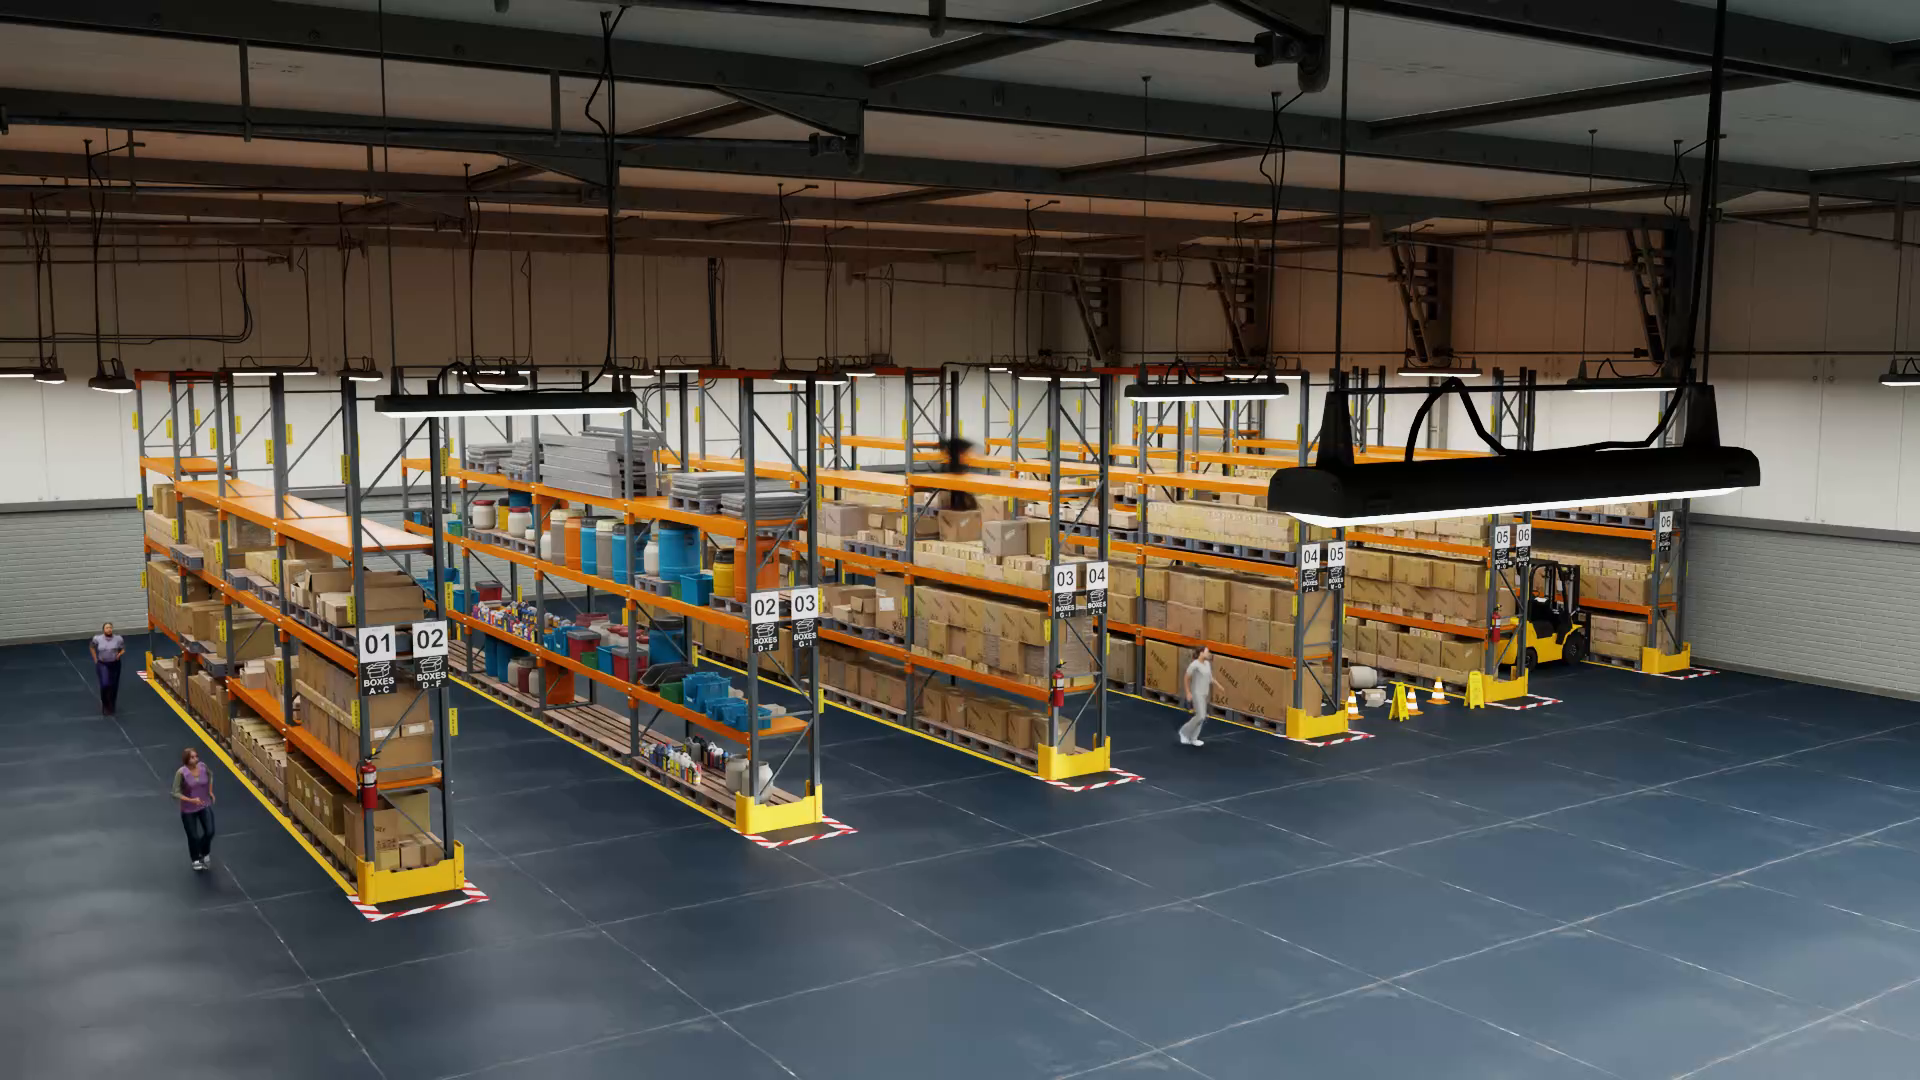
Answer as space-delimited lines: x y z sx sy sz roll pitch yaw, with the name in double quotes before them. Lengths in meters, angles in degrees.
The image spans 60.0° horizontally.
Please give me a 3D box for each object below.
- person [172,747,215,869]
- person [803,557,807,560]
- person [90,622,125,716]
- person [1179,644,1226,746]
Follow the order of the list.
"person" -9.288 3.268 20.194 0.531 1.563 0.608 -5 8 -38
"person" -3.667 1.229 37.903 0.798 1.727 0.700 -1 6 -7
"person" -14.937 2.248 29.195 0.523 1.665 0.785 -5 8 -38
"person" 3.889 2.500 26.741 0.676 1.655 0.609 4 8 34
